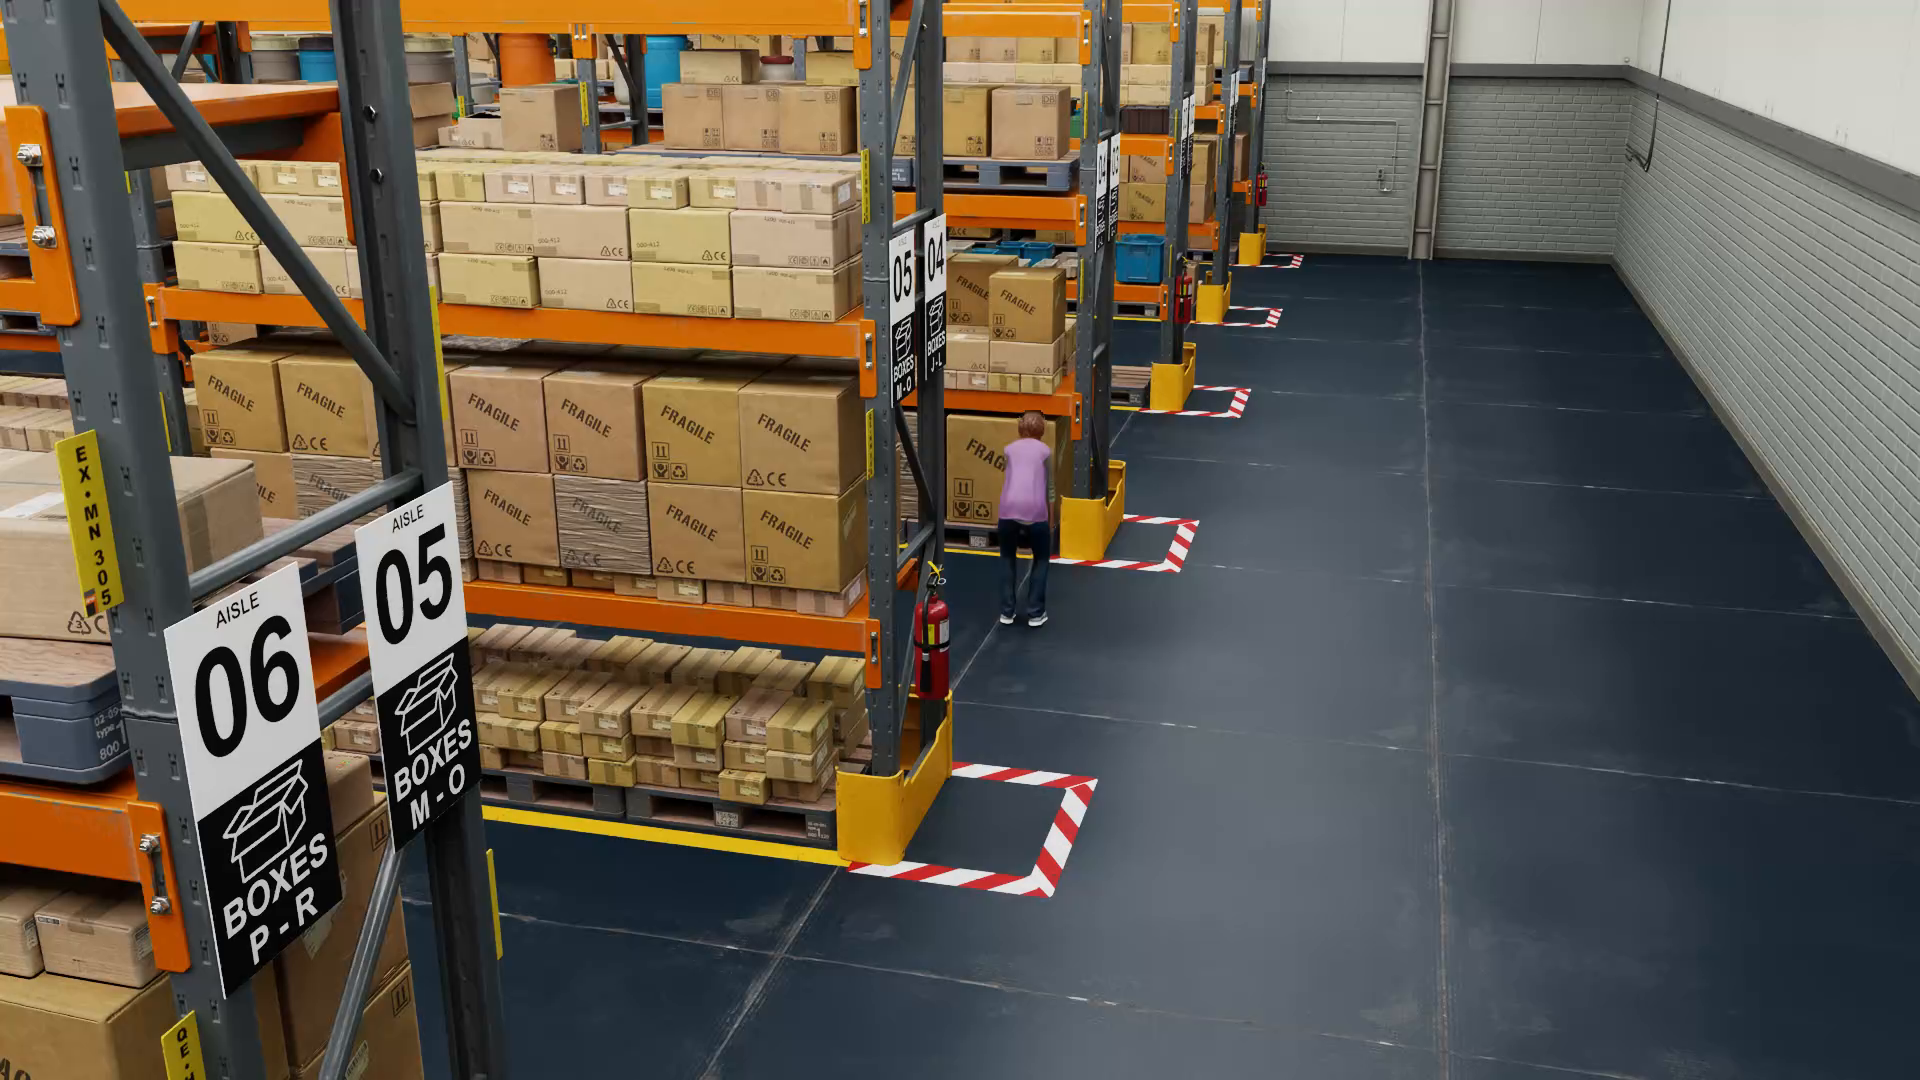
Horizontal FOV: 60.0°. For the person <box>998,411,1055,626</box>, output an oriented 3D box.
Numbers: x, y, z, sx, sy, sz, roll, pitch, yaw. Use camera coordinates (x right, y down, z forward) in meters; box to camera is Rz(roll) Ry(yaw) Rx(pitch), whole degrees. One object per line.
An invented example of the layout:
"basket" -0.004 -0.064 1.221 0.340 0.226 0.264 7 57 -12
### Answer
"person" 0.474 -0.139 11.738 0.380 1.444 0.646 4 19 12
